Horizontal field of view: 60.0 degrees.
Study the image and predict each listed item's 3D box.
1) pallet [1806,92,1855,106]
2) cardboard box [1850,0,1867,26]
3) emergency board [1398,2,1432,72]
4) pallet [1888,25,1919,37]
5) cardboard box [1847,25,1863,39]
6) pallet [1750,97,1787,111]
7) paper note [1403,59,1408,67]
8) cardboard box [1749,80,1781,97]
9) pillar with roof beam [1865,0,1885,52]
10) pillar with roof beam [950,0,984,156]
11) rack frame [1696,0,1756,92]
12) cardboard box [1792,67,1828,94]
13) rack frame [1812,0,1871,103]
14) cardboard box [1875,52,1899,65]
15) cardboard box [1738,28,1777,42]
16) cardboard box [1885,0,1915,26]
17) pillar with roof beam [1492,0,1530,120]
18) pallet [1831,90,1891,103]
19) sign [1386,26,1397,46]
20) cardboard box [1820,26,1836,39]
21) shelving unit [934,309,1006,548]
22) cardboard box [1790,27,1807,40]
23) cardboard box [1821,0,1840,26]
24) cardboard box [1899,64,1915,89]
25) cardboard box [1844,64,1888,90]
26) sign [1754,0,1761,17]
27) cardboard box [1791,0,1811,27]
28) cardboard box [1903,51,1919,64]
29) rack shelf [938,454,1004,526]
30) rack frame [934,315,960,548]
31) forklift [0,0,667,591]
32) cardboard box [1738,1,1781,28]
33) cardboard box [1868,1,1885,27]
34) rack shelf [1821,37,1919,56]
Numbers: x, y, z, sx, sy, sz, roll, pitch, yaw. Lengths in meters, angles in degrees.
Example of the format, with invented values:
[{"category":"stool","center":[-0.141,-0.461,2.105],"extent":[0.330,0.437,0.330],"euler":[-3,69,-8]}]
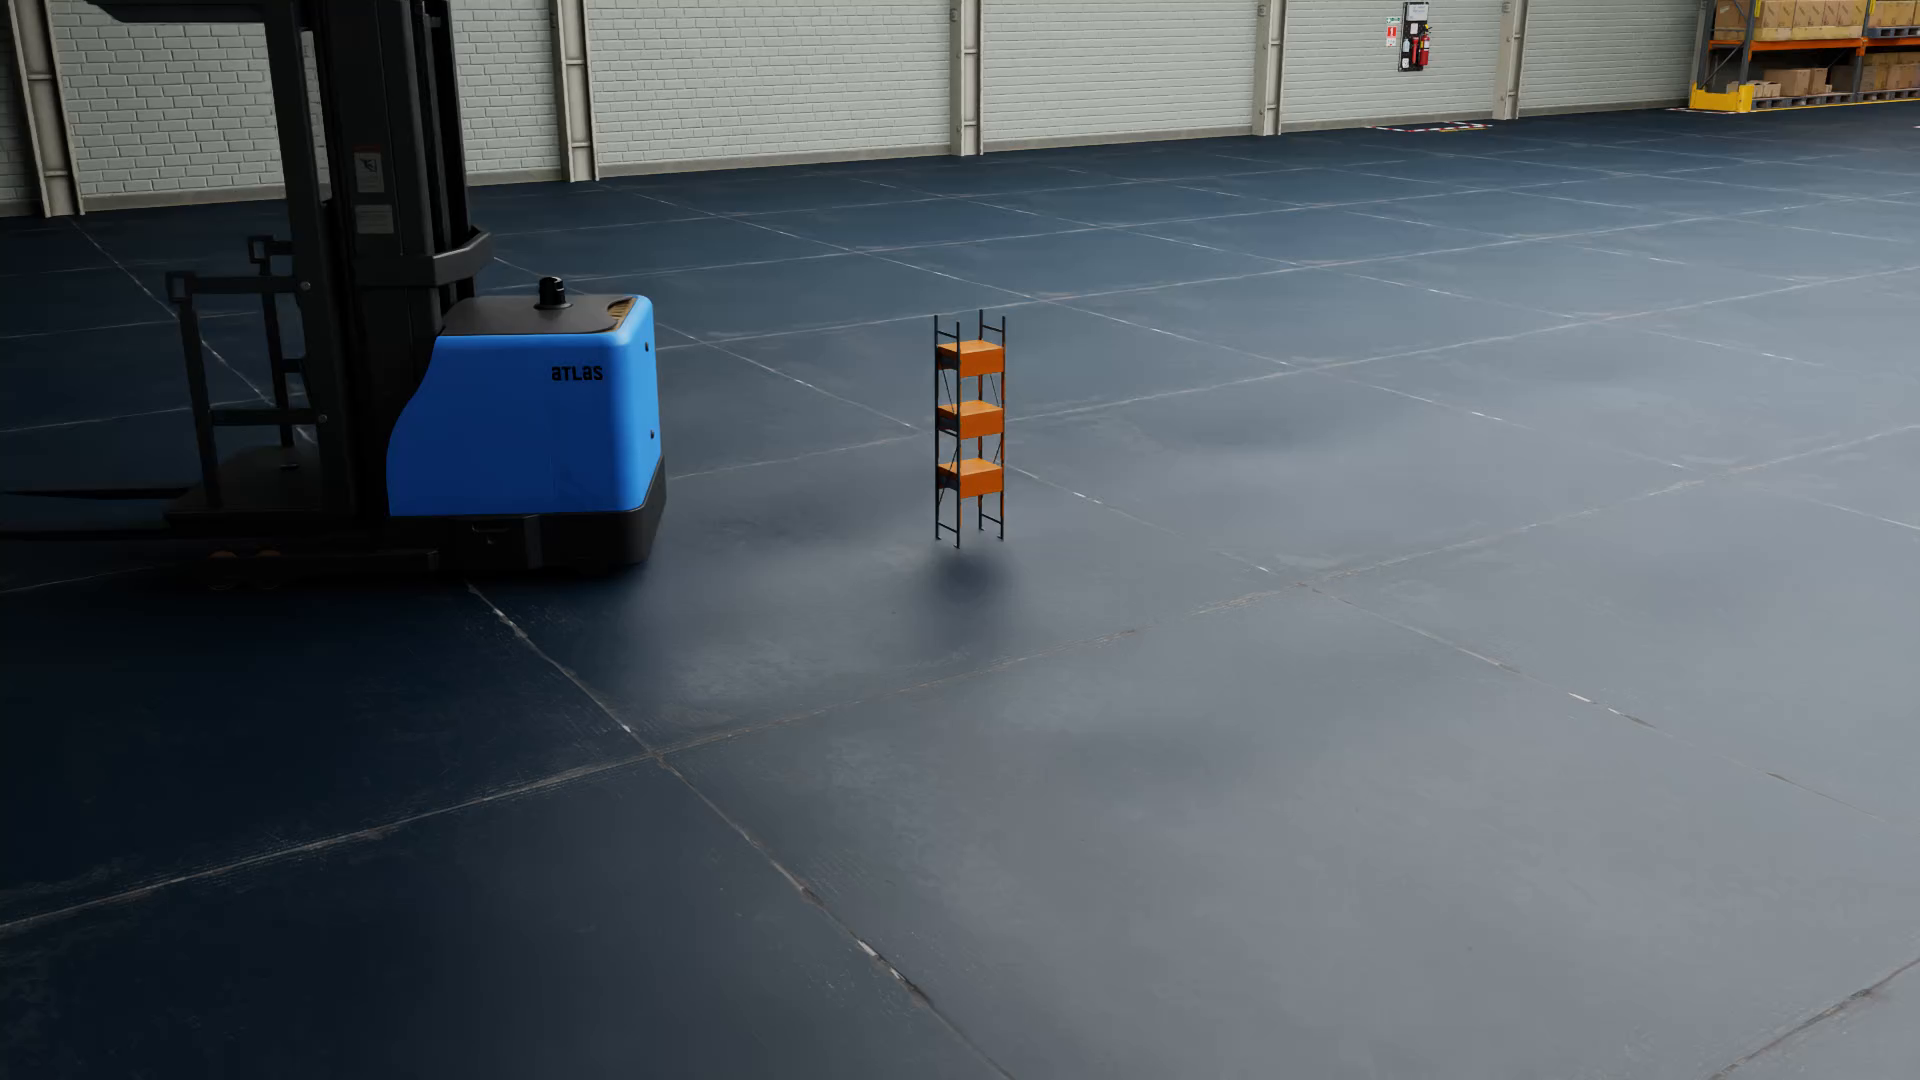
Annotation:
[{"category":"pallet","center":[17.821,-9.211,34.662],"extent":[1.213,0.211,1.003],"euler":[-12,22,-31]},{"category":"cardboard box","center":[18.137,-10.788,34.003],"extent":[0.500,0.500,0.500],"euler":[-12,22,-32]},{"category":"emergency board","center":[8.034,-8.828,29.175],"extent":[0.643,1.169,0.194],"euler":[-12,22,-31]},{"category":"pallet","center":[20.072,-10.914,35.644],"extent":[1.213,0.211,1.003],"euler":[-12,22,-31]},{"category":"cardboard box","center":[18.133,-10.434,34.128],"extent":[0.500,0.250,0.500],"euler":[-12,22,-31]},{"category":"pallet","center":[15.783,-8.782,33.391],"extent":[1.213,0.211,1.003],"euler":[-12,22,-31]},{"category":"paper note","center":[7.849,-8.398,29.278],"extent":[0.142,0.148,0.016],"euler":[-12,22,-31]},{"category":"cardboard box","center":[16.125,-9.088,33.456],"extent":[0.500,0.311,0.500],"euler":[-10,21,-27]},{"category":"pillar with roof beam","center":[22.509,-13.058,32.318],"extent":[0.400,9.000,9.100],"euler":[-12,22,-31]},{"category":"pillar with roof beam","center":[2.465,-8.830,19.813],"extent":[0.400,9.000,9.100],"euler":[-12,22,-31]},{"category":"rack frame","center":[15.021,-9.956,32.509],"extent":[0.127,3.000,1.000],"euler":[-12,22,-31]},{"category":"cardboard box","center":[17.517,-9.491,34.351],"extent":[0.500,0.500,0.500],"euler":[-14,23,-35]},{"category":"rack frame","center":[18.362,-10.660,34.593],"extent":[0.127,3.000,1.000],"euler":[-12,22,-31]},{"category":"cardboard box","center":[19.766,-10.345,35.706],"extent":[0.500,0.250,0.500],"euler":[-13,22,-33]},{"category":"cardboard box","center":[15.604,-9.895,32.533],"extent":[0.500,0.250,0.500],"euler":[-13,22,-33]},{"category":"cardboard box","center":[19.809,-11.217,35.398],"extent":[0.500,0.500,0.700],"euler":[-9,21,-24]},{"category":"pillar with roof beam","center":[12.487,-10.944,26.065],"extent":[0.400,9.000,9.100],"euler":[-12,22,-31]},{"category":"pallet","center":[19.012,-9.477,35.447],"extent":[1.213,0.211,1.003],"euler":[-12,22,-31]},{"category":"sign","center":[7.516,-8.775,28.963],"extent":[0.234,0.329,0.001],"euler":[-12,22,-31]},{"category":"cardboard box","center":[17.301,-10.256,33.600],"extent":[0.500,0.250,0.500],"euler":[-12,22,-32]},{"category":"shelving unit","center":[0.045,-0.507,7.605],"extent":[0.252,1.050,0.215],"euler":[-12,22,-31]},{"category":"cardboard box","center":[16.458,-10.078,33.076],"extent":[0.500,0.250,0.500],"euler":[-12,22,-32]},{"category":"cardboard box","center":[17.297,-10.613,33.485],"extent":[0.500,0.500,0.500],"euler":[-13,22,-33]},{"category":"cardboard box","center":[20.237,-10.093,36.133],"extent":[0.500,0.500,0.700],"euler":[-12,22,-32]},{"category":"cardboard box","center":[19.372,-9.923,35.629],"extent":[0.500,0.500,0.700],"euler":[-12,22,-32]},{"category":"sign","center":[15.320,-10.221,31.941],"extent":[0.005,0.325,0.100],"euler":[-12,22,-31]},{"category":"cardboard box","center":[16.439,-10.427,32.935],"extent":[0.500,0.500,0.500],"euler":[-13,22,-33]},{"category":"cardboard box","center":[20.620,-10.520,36.223],"extent":[0.500,0.250,0.500],"euler":[-11,22,-30]},{"category":"rack shelf","center":[0.045,-0.233,7.697],"extent":[0.240,0.259,0.215],"euler":[-12,22,-31]},{"category":"rack frame","center":[-0.057,-0.485,7.541],"extent":[0.008,1.050,0.200],"euler":[-12,22,-31]},{"category":"forklift","center":[-2.911,-1.347,7.153],"extent":[3.031,2.935,1.130],"euler":[-1,19,-4]},{"category":"cardboard box","center":[15.585,-10.253,32.421],"extent":[0.500,0.500,0.500],"euler":[-12,22,-31]},{"category":"cardboard box","center":[18.806,-10.996,34.745],"extent":[0.500,0.500,0.700],"euler":[-12,22,-31]},{"category":"rack shelf","center":[20.033,-10.672,35.751],"extent":[4.000,0.370,1.077],"euler":[-12,22,-31]}]
